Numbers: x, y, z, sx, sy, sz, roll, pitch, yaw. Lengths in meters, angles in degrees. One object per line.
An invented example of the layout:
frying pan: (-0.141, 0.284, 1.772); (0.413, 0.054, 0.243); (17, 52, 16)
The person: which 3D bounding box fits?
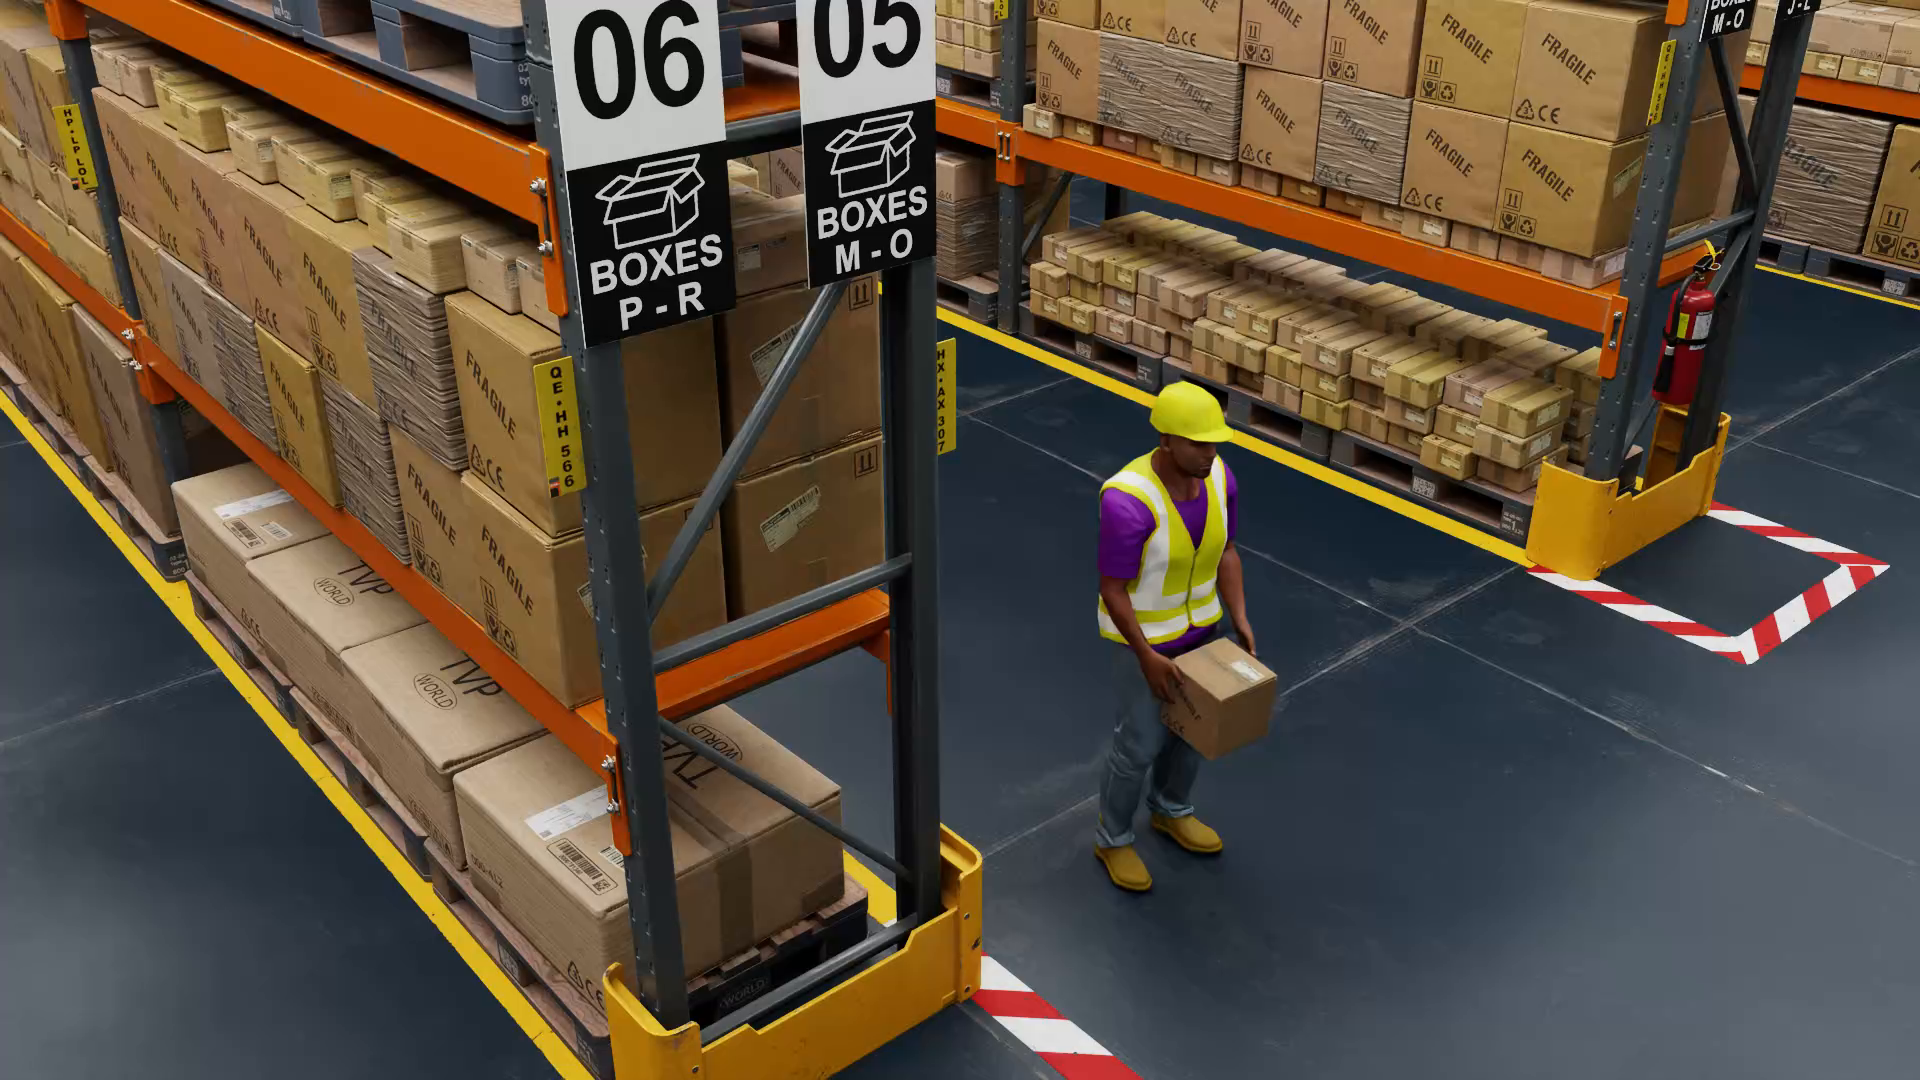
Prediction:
person: (0.701, 0.312, 5.509); (0.575, 1.767, 0.458); (-19, 33, -31)
